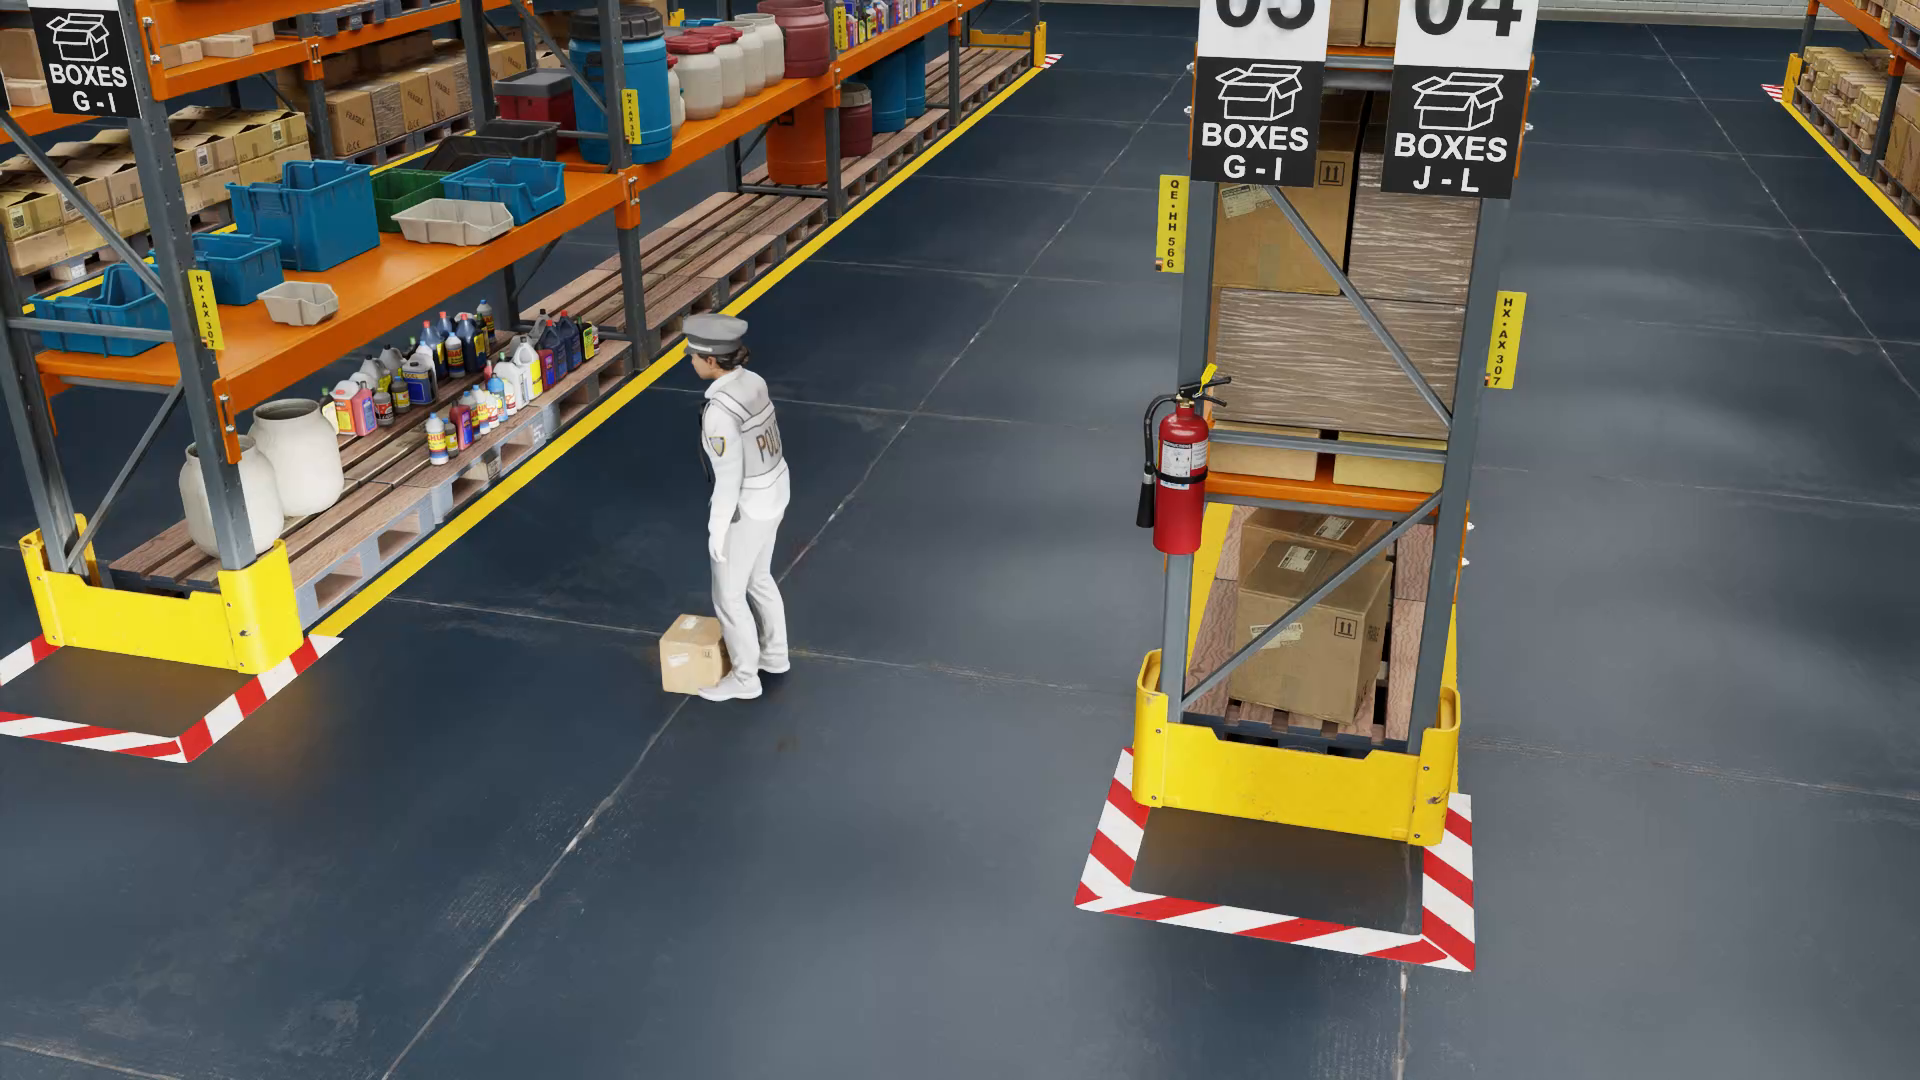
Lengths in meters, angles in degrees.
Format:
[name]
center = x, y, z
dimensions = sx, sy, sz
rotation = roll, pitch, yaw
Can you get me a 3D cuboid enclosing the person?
[person]
center = -0.914, -0.116, 6.850
dimensions = 0.405, 1.663, 0.535
rotation = 6, 26, 12
